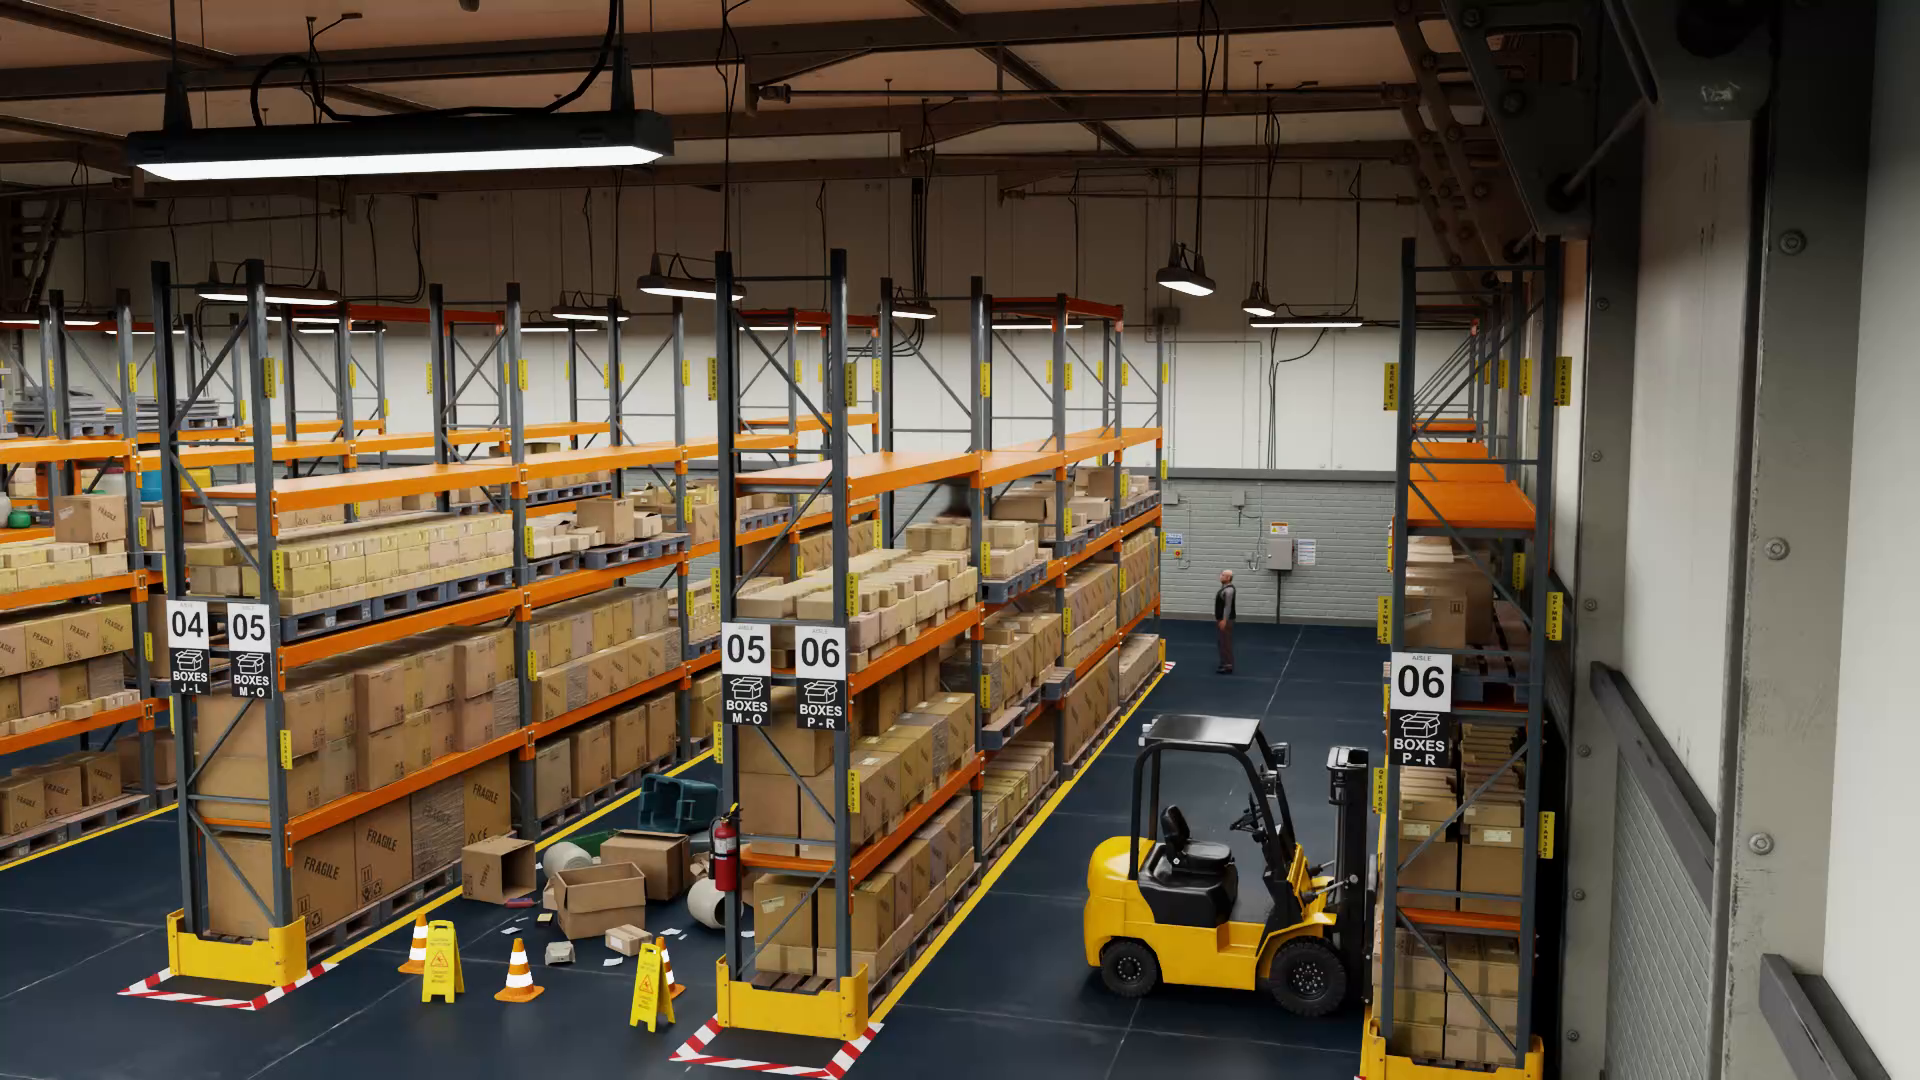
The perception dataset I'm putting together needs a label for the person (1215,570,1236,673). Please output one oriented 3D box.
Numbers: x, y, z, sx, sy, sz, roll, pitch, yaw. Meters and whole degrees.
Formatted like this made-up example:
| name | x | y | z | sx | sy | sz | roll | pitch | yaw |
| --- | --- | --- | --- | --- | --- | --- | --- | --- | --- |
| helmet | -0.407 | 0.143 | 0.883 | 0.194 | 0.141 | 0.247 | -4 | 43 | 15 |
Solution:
| name | x | y | z | sx | sy | sz | roll | pitch | yaw |
| --- | --- | --- | --- | --- | --- | --- | --- | --- | --- |
| person | 4.455 | 1.363 | 27.952 | 0.354 | 1.729 | 0.644 | 0 | 6 | 4 |
